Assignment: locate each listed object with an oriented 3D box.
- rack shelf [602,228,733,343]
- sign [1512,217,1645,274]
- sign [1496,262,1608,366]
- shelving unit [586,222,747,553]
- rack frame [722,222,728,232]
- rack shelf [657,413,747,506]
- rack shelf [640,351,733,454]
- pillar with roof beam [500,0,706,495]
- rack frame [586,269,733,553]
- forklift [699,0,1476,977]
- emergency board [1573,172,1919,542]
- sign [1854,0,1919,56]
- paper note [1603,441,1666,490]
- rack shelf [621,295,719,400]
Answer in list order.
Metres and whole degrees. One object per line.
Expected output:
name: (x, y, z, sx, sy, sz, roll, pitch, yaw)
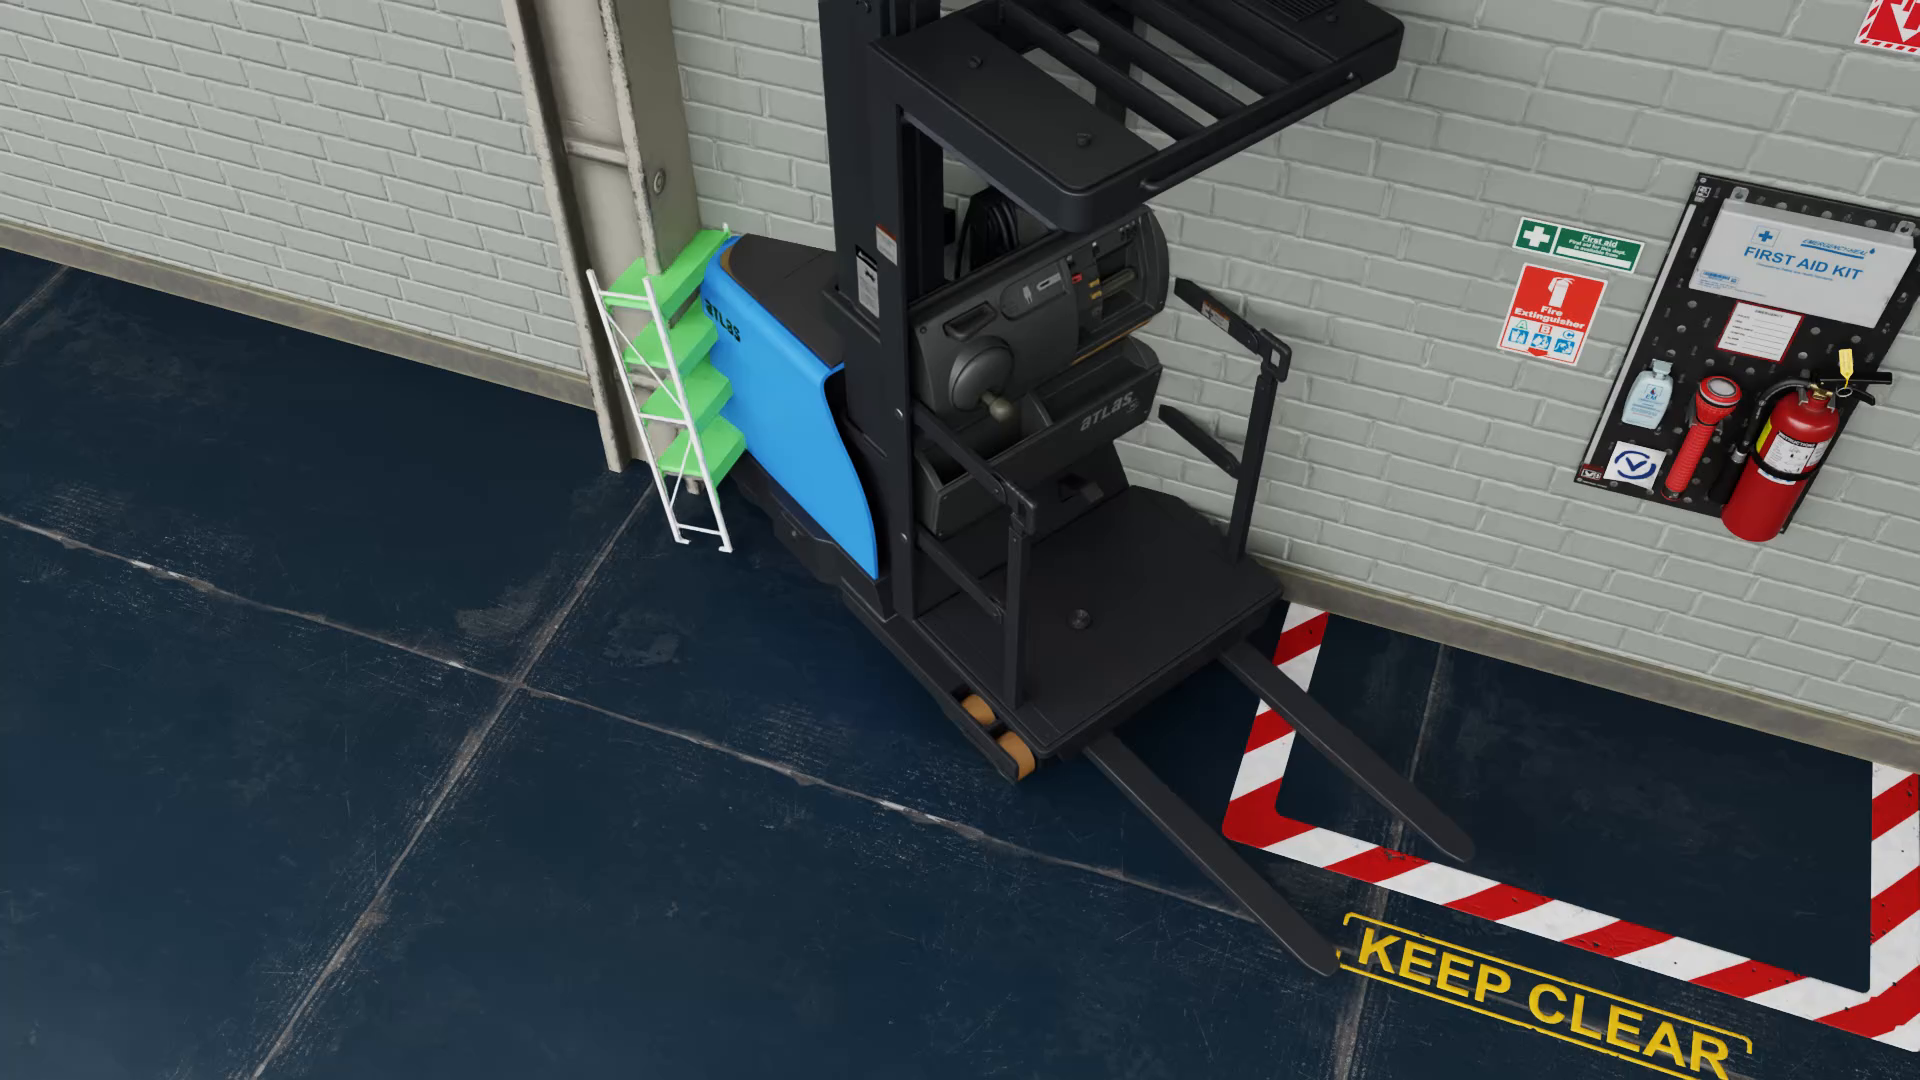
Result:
rack shelf: (-0.990, -0.885, 5.669, 0.258, 0.148, 0.480, 11, 46, 22)
sign: (1.707, -0.815, 4.597, 0.331, 0.109, 0.001, 16, 51, 13)
sign: (1.706, -0.649, 4.804, 0.234, 0.329, 0.001, 16, 51, 13)
shelving unit: (-0.936, -0.579, 5.946, 0.258, 1.200, 0.503, 11, 46, 22)
rack frame: (-0.841, -0.739, 6.104, 0.240, 1.200, 0.015, 11, 46, 22)
rack shelf: (-0.896, -0.356, 6.148, 0.258, 0.148, 0.480, 11, 46, 22)
rack shelf: (-0.927, -0.532, 5.988, 0.258, 0.148, 0.480, 11, 46, 22)
pillar with roof beam: (-2.627, -0.229, 0.494, 0.400, 9.000, 9.100, 16, 51, 13)
rack frame: (-1.030, -0.419, 5.788, 0.240, 1.200, 0.015, 11, 46, 22)
forklift: (0.390, -0.590, 4.822, 1.130, 2.935, 3.031, -31, 56, -24)
emergency board: (2.189, -0.419, 4.628, 0.643, 1.169, 0.194, 16, 51, 13)
sign: (2.216, -1.251, 3.815, 0.199, 0.298, 0.001, 16, 51, 13)
paper note: (2.046, -0.226, 5.044, 0.142, 0.148, 0.016, 16, 51, 13)
rack shelf: (-0.959, -0.709, 5.829, 0.258, 0.148, 0.480, 11, 46, 22)
